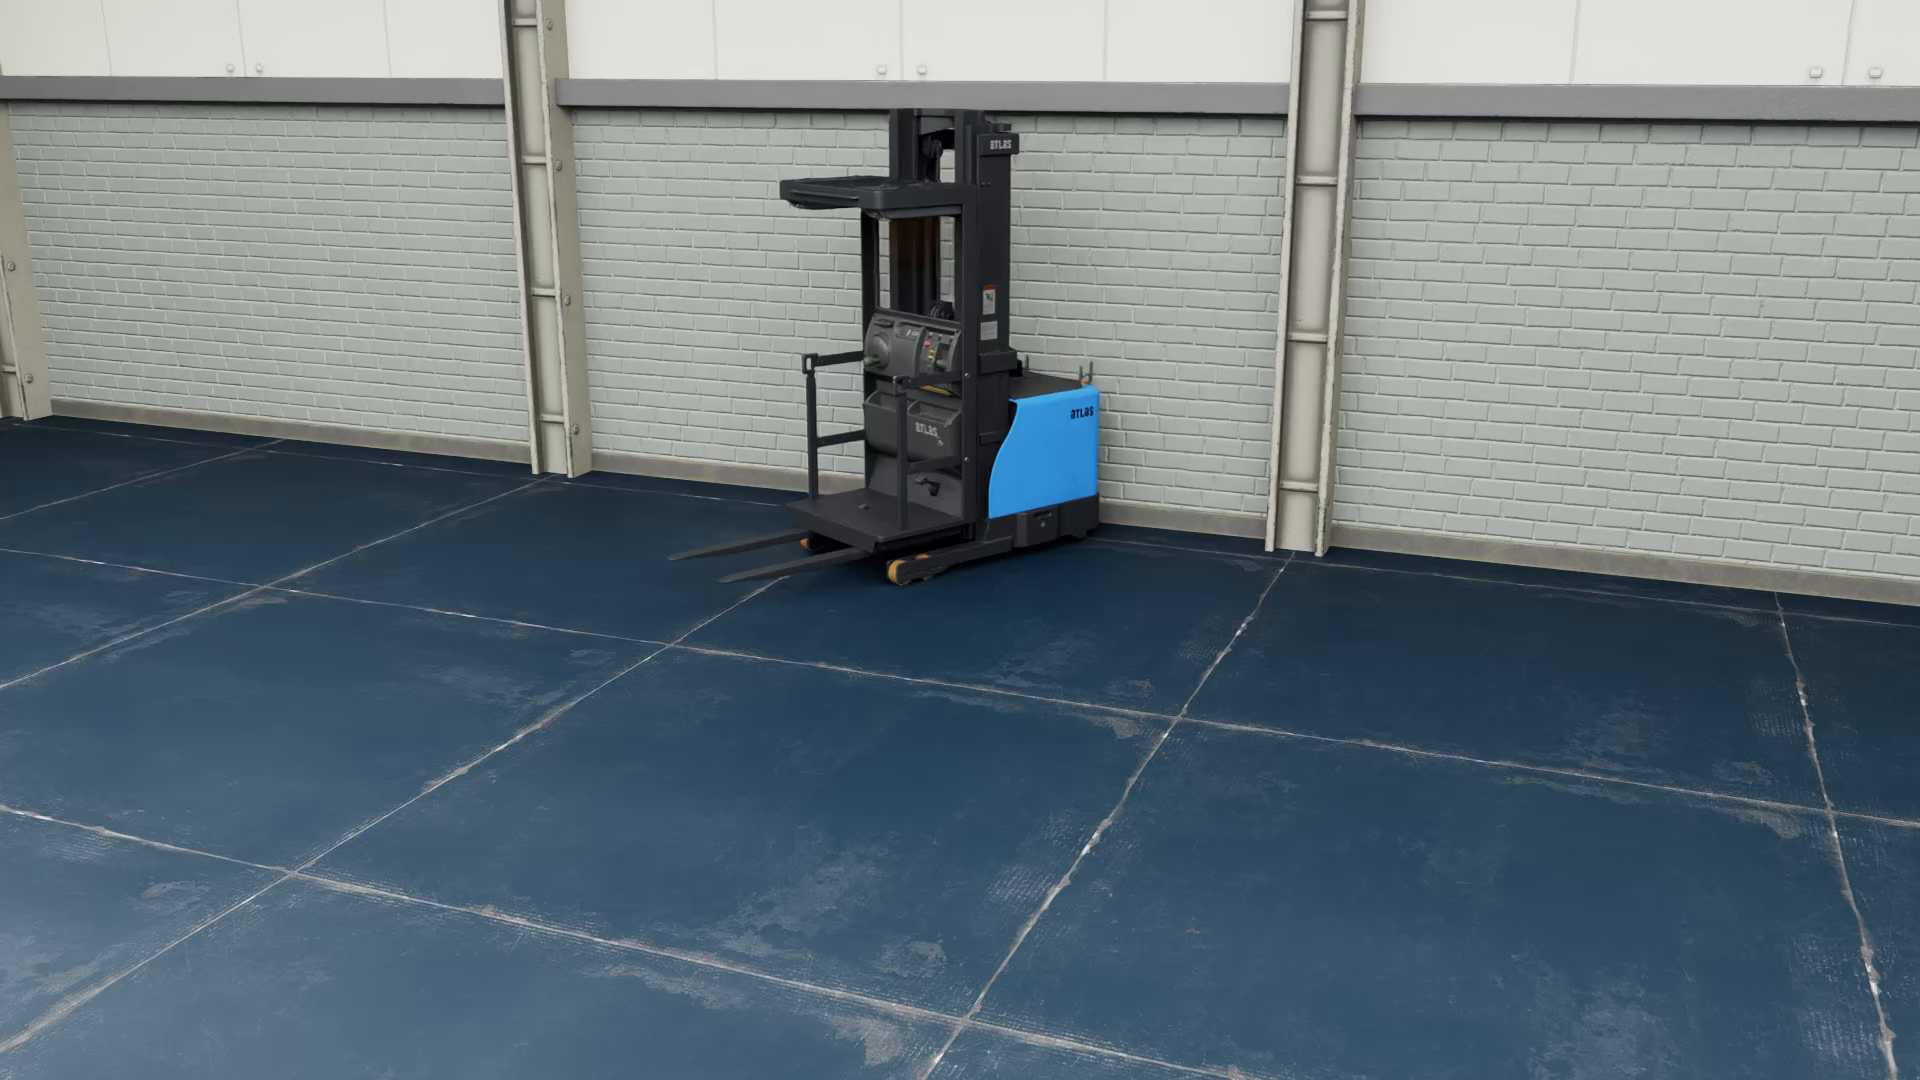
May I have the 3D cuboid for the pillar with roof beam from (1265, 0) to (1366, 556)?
[{"bbox_3d":[0.756,-3.153,6.394,0.400,9.000,9.100,6,17,21],"label":"pillar with roof beam"}]

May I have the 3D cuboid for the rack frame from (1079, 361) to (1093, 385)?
[{"bbox_3d":[0.873,-0.664,11.877,0.015,1.200,0.240,9,18,22],"label":"rack frame"}]

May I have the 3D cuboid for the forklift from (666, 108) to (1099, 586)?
[{"bbox_3d":[-0.477,-1.279,10.823,3.031,2.935,1.130,-13,21,-38],"label":"forklift"}]

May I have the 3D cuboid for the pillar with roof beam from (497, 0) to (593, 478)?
[{"bbox_3d":[-4.826,-3.767,8.508,0.400,9.000,9.100,6,17,21],"label":"pillar with roof beam"}]

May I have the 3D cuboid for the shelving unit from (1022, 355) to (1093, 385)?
[{"bbox_3d":[0.650,-0.698,11.970,0.503,1.200,0.258,9,18,22],"label":"shelving unit"}]

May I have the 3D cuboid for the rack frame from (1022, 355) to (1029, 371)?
[{"bbox_3d":[0.427,-0.731,12.063,0.015,1.200,0.240,9,18,22],"label":"rack frame"}]

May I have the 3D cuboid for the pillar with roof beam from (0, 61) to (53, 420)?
[{"bbox_3d":[-10.407,-4.381,10.622,0.400,9.000,9.100,6,17,21],"label":"pillar with roof beam"}]

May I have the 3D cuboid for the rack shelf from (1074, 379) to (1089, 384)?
[{"bbox_3d":[0.661,-1.074,11.859,0.480,0.148,0.258,9,18,22],"label":"rack shelf"}]
